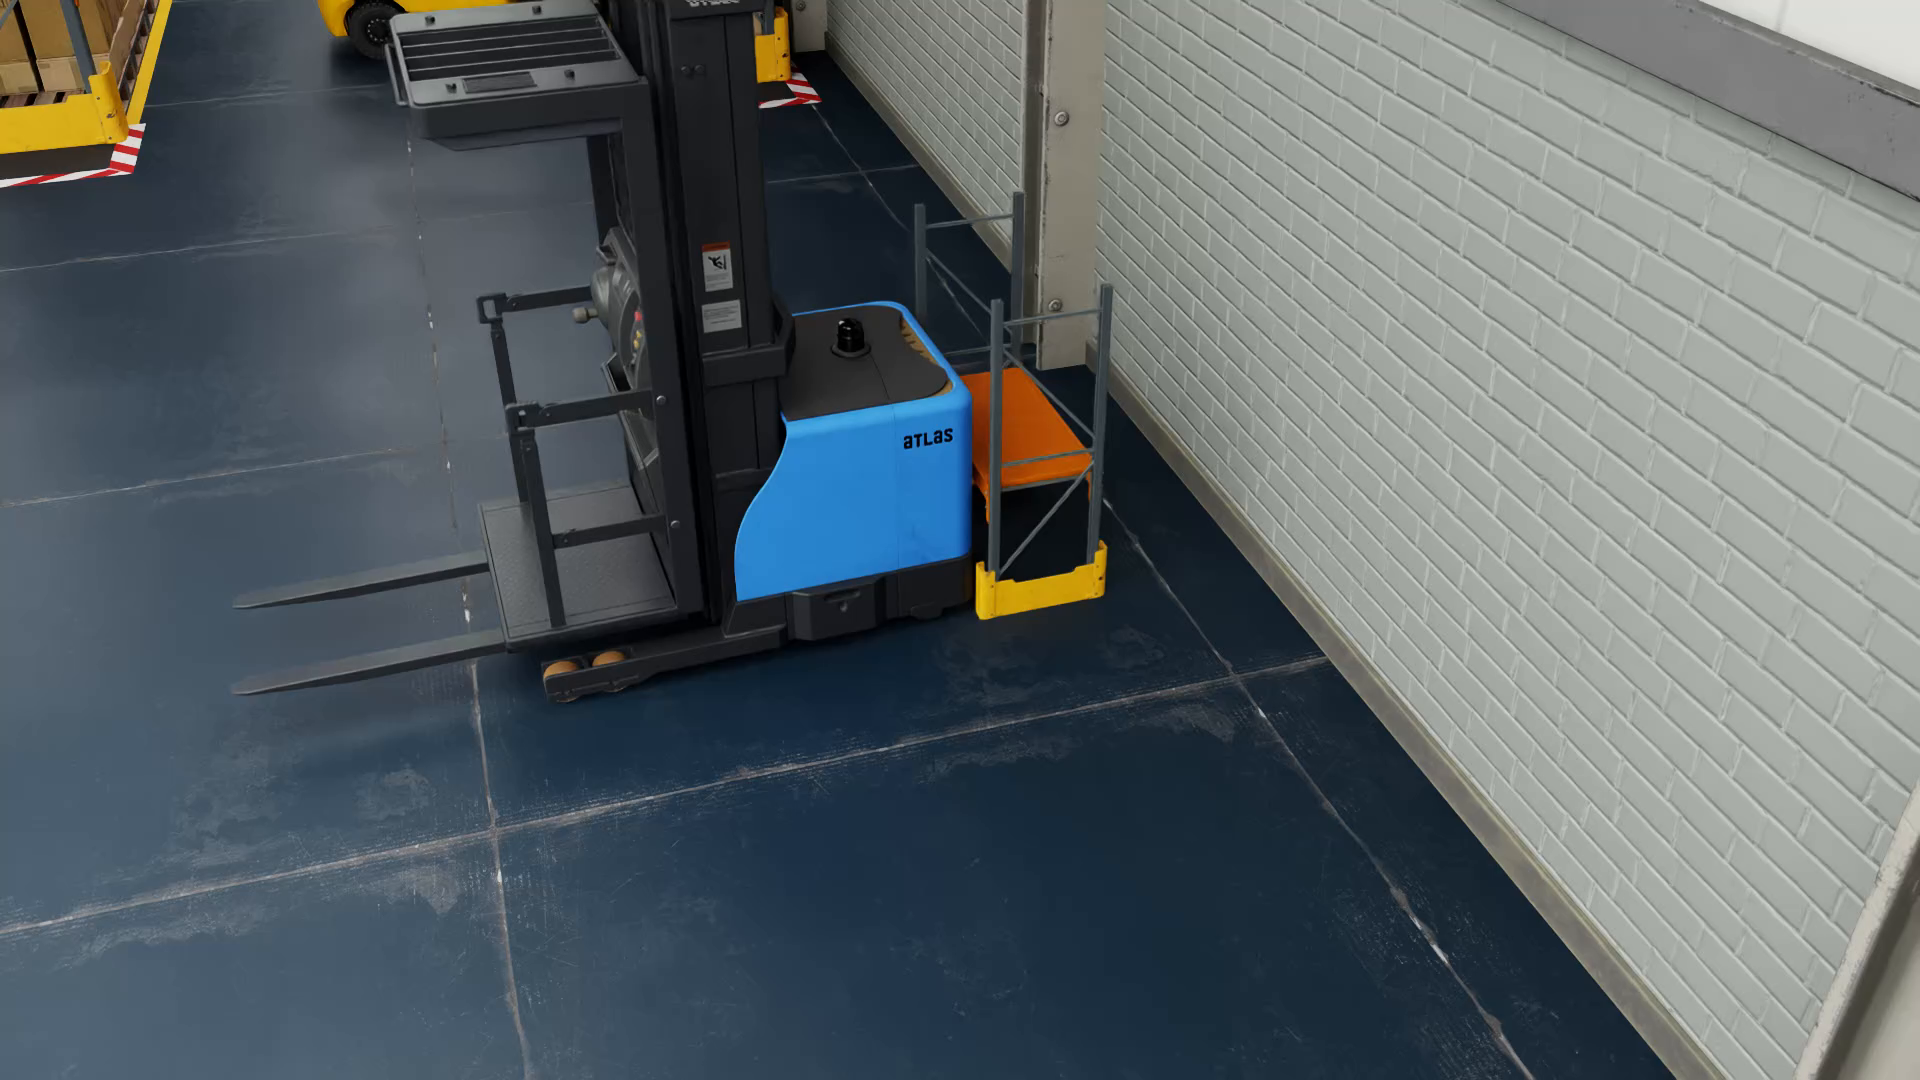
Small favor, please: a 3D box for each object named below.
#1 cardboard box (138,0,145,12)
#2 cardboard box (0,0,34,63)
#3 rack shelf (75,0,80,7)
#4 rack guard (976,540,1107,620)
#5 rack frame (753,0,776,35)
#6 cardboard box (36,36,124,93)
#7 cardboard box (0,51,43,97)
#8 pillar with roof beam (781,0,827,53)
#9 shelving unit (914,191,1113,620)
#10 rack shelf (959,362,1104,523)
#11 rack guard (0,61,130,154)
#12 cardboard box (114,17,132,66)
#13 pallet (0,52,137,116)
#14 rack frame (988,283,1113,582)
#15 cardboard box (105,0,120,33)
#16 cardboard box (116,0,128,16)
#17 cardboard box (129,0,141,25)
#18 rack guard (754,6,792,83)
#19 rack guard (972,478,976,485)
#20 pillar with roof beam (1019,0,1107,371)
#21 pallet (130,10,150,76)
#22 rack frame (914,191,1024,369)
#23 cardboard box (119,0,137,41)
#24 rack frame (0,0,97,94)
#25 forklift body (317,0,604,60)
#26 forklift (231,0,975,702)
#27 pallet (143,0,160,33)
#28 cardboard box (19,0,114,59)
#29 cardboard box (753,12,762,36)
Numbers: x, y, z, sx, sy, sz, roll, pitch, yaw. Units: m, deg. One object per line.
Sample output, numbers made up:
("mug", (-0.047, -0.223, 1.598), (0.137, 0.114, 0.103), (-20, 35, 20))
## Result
("cardboard box", (-7.292, -4.695, 14.248), (0.500, 0.250, 0.500), (-11, 35, -16))
("cardboard box", (-7.173, -3.828, 12.255), (0.500, 0.500, 0.500), (-10, 35, -14))
("rack shelf", (-7.290, -4.860, 13.037), (1.077, 0.370, 4.000), (-10, 35, -15))
("rack guard", (0.355, 0.172, 7.263), (0.587, 0.250, 0.087), (-10, 35, -15))
("rack frame", (-1.954, -4.947, 12.515), (1.000, 3.000, 0.127), (-10, 35, -15))
("cardboard box", (-6.663, -3.608, 12.603), (0.500, 0.250, 0.500), (-10, 35, -15))
("cardboard box", (-7.190, -3.530, 12.484), (0.500, 0.250, 0.500), (-10, 35, -15))
("pillar with roof beam", (-5.408, -7.243, 10.548), (9.100, 9.000, 0.400), (-10, 35, -15))
("shelving unit", (0.199, -0.610, 7.313), (0.587, 1.500, 1.083), (-10, 35, -15))
("rack shelf", (0.202, -0.455, 7.405), (0.538, 0.185, 1.000), (-10, 35, -15))
("rack guard", (-6.704, -3.107, 11.999), (1.175, 0.500, 0.348), (-10, 35, -15))
("cardboard box", (-6.812, -3.877, 13.010), (0.500, 0.250, 0.500), (-9, 34, -13))
("pallet", (-6.918, -3.419, 12.733), (1.003, 0.211, 1.213), (-10, 35, -15))
("rack frame", (0.361, -0.339, 6.903), (0.500, 1.500, 0.032), (-10, 35, -15))
("cardboard box", (-6.835, -4.207, 12.829), (0.500, 0.500, 0.500), (-11, 35, -17))
("cardboard box", (-6.980, -4.472, 13.230), (0.500, 0.500, 0.500), (-9, 35, -14))
("cardboard box", (-7.142, -4.427, 13.843), (0.500, 0.250, 0.500), (-9, 35, -14))
("rack guard", (-1.947, -3.891, 13.185), (1.175, 0.500, 0.348), (-10, 35, -15))
("rack guard", (0.042, -0.349, 8.052), (0.587, 0.250, 0.087), (-10, 35, -15))
("pillar with roof beam", (-3.578, -4.093, 5.781), (9.100, 9.000, 0.400), (-10, 35, -15))
("pallet", (-7.286, -4.059, 13.700), (1.003, 0.211, 1.213), (-10, 35, -15))
("rack frame", (0.042, -0.871, 7.708), (0.500, 1.500, 0.032), (-10, 35, -15))
("cardboard box", (-6.990, -4.162, 13.441), (0.500, 0.250, 0.500), (-8, 34, -12))
("rack frame", (-6.680, -4.110, 11.249), (1.000, 3.000, 0.127), (-10, 35, -15))
("forklift body", (-4.270, -5.281, 13.792), (2.313, 2.155, 1.214), (-10, 35, -15))
("forklift", (-1.508, -0.893, 6.443), (3.031, 2.935, 1.130), (-11, 35, -16))
("pallet", (-7.662, -4.700, 14.672), (1.003, 0.211, 1.213), (-10, 35, -15))
("cardboard box", (-6.671, -3.933, 12.415), (0.500, 0.500, 0.500), (-11, 35, -16))
("cardboard box", (-1.918, -4.266, 13.598), (0.500, 0.250, 0.500), (-10, 35, -15))
